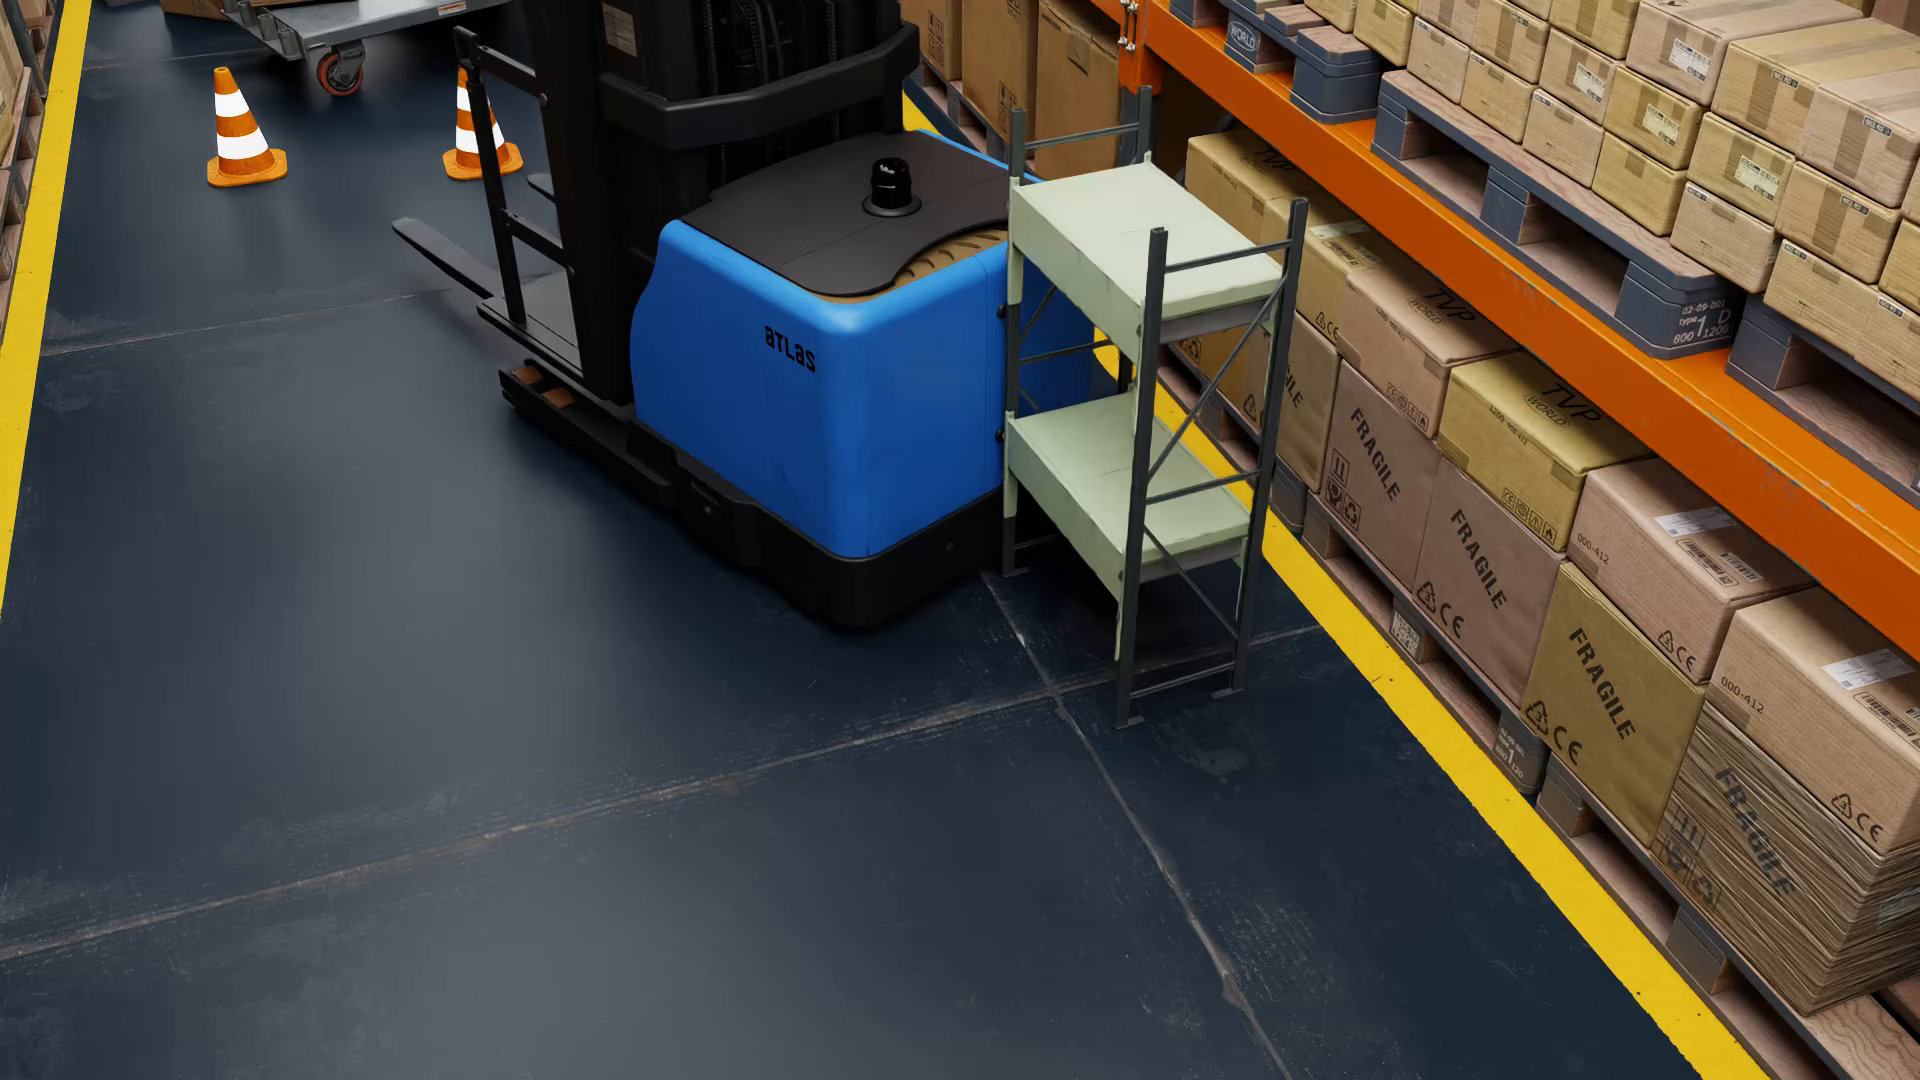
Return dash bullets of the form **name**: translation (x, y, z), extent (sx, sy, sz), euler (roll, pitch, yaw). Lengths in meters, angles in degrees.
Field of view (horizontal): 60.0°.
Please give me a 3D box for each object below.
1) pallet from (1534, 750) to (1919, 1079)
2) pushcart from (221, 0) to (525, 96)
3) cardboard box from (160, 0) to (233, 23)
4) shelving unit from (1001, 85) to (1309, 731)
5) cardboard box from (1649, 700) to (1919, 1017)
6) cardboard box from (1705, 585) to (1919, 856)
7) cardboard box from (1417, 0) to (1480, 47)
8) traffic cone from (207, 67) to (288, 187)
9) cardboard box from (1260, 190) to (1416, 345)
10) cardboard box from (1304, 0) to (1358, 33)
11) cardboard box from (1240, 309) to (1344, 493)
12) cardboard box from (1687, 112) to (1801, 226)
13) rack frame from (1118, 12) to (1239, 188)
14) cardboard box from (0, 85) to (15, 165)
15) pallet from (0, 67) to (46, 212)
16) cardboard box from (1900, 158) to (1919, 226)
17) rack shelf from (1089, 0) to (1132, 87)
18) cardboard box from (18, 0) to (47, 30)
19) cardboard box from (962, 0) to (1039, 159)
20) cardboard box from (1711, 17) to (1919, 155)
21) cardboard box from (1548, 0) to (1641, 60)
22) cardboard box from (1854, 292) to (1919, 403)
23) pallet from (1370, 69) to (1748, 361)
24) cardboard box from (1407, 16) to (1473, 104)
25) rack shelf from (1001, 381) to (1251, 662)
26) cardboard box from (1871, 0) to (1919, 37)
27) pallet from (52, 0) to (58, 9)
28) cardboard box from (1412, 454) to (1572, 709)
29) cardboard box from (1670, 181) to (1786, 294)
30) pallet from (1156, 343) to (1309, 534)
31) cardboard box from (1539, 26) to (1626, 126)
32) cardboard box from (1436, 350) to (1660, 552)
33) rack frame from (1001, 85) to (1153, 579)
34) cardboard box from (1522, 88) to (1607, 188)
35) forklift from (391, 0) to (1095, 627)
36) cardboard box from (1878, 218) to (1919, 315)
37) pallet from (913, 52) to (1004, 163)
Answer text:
- **pallet**: translation (2.161, 0.839, 3.961), extent (1.003, 0.211, 1.213), euler (-12, 39, -16)
- **pushcart**: translation (-2.812, -2.726, 8.555), extent (1.648, 0.377, 0.936), euler (-27, 45, -31)
- **cardboard box**: translation (-4.026, -3.162, 9.031), extent (0.500, 0.500, 0.500), euler (12, 39, 16)
- **shelving unit**: translation (0.460, -0.331, 4.443), extent (0.431, 1.500, 0.755), euler (-15, 39, -19)
- **cardboard box**: translation (1.940, 0.629, 3.650), extent (0.500, 0.500, 0.500), euler (-13, 39, -17)
- **cardboard box**: translation (1.937, 0.327, 3.428), extent (0.500, 0.250, 0.500), euler (-13, 39, -17)
- **cardboard box**: translation (1.394, -1.380, 4.202), extent (0.380, 0.149, 0.250), euler (-12, 39, -16)
- **traffic cone**: translation (-3.194, -1.849, 7.320), extent (0.336, 0.463, 0.334), euler (-12, 39, -16)
- **cardboard box**: translation (1.239, -0.838, 4.974), extent (0.500, 0.250, 0.500), euler (-13, 39, -16)
- **cardboard box**: translation (1.204, -1.564, 4.693), extent (0.380, 0.149, 0.250), euler (-11, 38, -14)
- **cardboard box**: translation (1.234, -0.529, 5.187), extent (0.500, 0.500, 0.500), euler (-12, 39, -15)
- **cardboard box**: translation (1.747, -0.796, 3.426), extent (0.380, 0.149, 0.250), euler (-14, 39, -18)
- **rack frame**: translation (1.054, -2.095, 5.538), extent (1.000, 3.000, 0.127), euler (-12, 39, -16)
- **cardboard box**: translation (-4.502, -1.690, 6.835), extent (0.950, 0.372, 0.625), euler (-10, 38, -13)
- **pallet**: translation (-4.666, -1.719, 7.357), extent (1.003, 0.211, 1.213), euler (-12, 39, -16)
- **cardboard box**: translation (1.929, -0.625, 2.952), extent (0.380, 0.149, 0.250), euler (-14, 39, -17)
- **rack shelf**: translation (0.366, -2.937, 7.255), extent (1.077, 0.370, 4.000), euler (-12, 39, -16)
- **cardboard box**: translation (-4.885, -2.731, 8.319), extent (0.500, 0.250, 0.500), euler (-14, 39, -18)
- **cardboard box**: translation (0.625, -2.220, 7.225), extent (1.050, 0.750, 0.750), euler (-12, 39, -15)
- **cardboard box**: translation (1.757, -0.913, 3.334), extent (0.380, 0.149, 0.250), euler (-14, 39, -17)
- **cardboard box**: translation (1.568, -1.215, 3.735), extent (0.380, 0.149, 0.250), euler (-13, 39, -17)
- **cardboard box**: translation (1.934, -0.374, 3.113), extent (0.380, 0.149, 0.250), euler (-13, 39, -16)
- **pallet**: translation (1.774, -0.909, 4.123), extent (1.003, 0.211, 1.213), euler (-12, 39, -16)
- **cardboard box**: translation (1.392, -1.262, 4.292), extent (0.380, 0.149, 0.250), euler (-11, 38, -14)
- **rack shelf**: translation (0.460, -0.071, 4.639), extent (0.431, 0.370, 0.720), euler (-15, 39, -19)
- **cardboard box**: translation (2.281, -1.188, 3.700), extent (0.380, 0.149, 0.250), euler (-11, 38, -14)
- **pallet**: translation (-5.623, -3.221, 9.351), extent (1.003, 0.211, 1.213), euler (-12, 39, -16)
- **cardboard box**: translation (1.591, 0.049, 4.421), extent (0.500, 0.500, 0.500), euler (-13, 39, -17)
- **cardboard box**: translation (1.747, -0.672, 3.508), extent (0.380, 0.149, 0.250), euler (-14, 39, -18)
- **pallet**: translation (1.322, -0.539, 5.791), extent (1.003, 0.211, 1.213), euler (-12, 39, -16)
- **cardboard box**: translation (1.573, -1.088, 3.814), extent (0.380, 0.149, 0.250), euler (-11, 38, -14)
- **cardboard box**: translation (1.578, -0.261, 4.209), extent (0.500, 0.250, 0.500), euler (-14, 39, -18)
- **rack frame**: translation (0.313, -0.533, 4.711), extent (0.400, 1.500, 0.023), euler (-15, 39, -19)
- **cardboard box**: translation (1.565, -0.972, 3.907), extent (0.380, 0.149, 0.250), euler (-14, 39, -17)
- **forklift**: translation (-0.956, -1.715, 5.090), extent (1.130, 2.935, 3.031), euler (-30, 46, -33)
- **cardboard box**: translation (1.934, -0.495, 3.026), extent (0.380, 0.149, 0.250), euler (-11, 38, -14)
- **pallet**: translation (0.438, -2.130, 7.903), extent (1.003, 0.211, 1.213), euler (-12, 39, -16)
